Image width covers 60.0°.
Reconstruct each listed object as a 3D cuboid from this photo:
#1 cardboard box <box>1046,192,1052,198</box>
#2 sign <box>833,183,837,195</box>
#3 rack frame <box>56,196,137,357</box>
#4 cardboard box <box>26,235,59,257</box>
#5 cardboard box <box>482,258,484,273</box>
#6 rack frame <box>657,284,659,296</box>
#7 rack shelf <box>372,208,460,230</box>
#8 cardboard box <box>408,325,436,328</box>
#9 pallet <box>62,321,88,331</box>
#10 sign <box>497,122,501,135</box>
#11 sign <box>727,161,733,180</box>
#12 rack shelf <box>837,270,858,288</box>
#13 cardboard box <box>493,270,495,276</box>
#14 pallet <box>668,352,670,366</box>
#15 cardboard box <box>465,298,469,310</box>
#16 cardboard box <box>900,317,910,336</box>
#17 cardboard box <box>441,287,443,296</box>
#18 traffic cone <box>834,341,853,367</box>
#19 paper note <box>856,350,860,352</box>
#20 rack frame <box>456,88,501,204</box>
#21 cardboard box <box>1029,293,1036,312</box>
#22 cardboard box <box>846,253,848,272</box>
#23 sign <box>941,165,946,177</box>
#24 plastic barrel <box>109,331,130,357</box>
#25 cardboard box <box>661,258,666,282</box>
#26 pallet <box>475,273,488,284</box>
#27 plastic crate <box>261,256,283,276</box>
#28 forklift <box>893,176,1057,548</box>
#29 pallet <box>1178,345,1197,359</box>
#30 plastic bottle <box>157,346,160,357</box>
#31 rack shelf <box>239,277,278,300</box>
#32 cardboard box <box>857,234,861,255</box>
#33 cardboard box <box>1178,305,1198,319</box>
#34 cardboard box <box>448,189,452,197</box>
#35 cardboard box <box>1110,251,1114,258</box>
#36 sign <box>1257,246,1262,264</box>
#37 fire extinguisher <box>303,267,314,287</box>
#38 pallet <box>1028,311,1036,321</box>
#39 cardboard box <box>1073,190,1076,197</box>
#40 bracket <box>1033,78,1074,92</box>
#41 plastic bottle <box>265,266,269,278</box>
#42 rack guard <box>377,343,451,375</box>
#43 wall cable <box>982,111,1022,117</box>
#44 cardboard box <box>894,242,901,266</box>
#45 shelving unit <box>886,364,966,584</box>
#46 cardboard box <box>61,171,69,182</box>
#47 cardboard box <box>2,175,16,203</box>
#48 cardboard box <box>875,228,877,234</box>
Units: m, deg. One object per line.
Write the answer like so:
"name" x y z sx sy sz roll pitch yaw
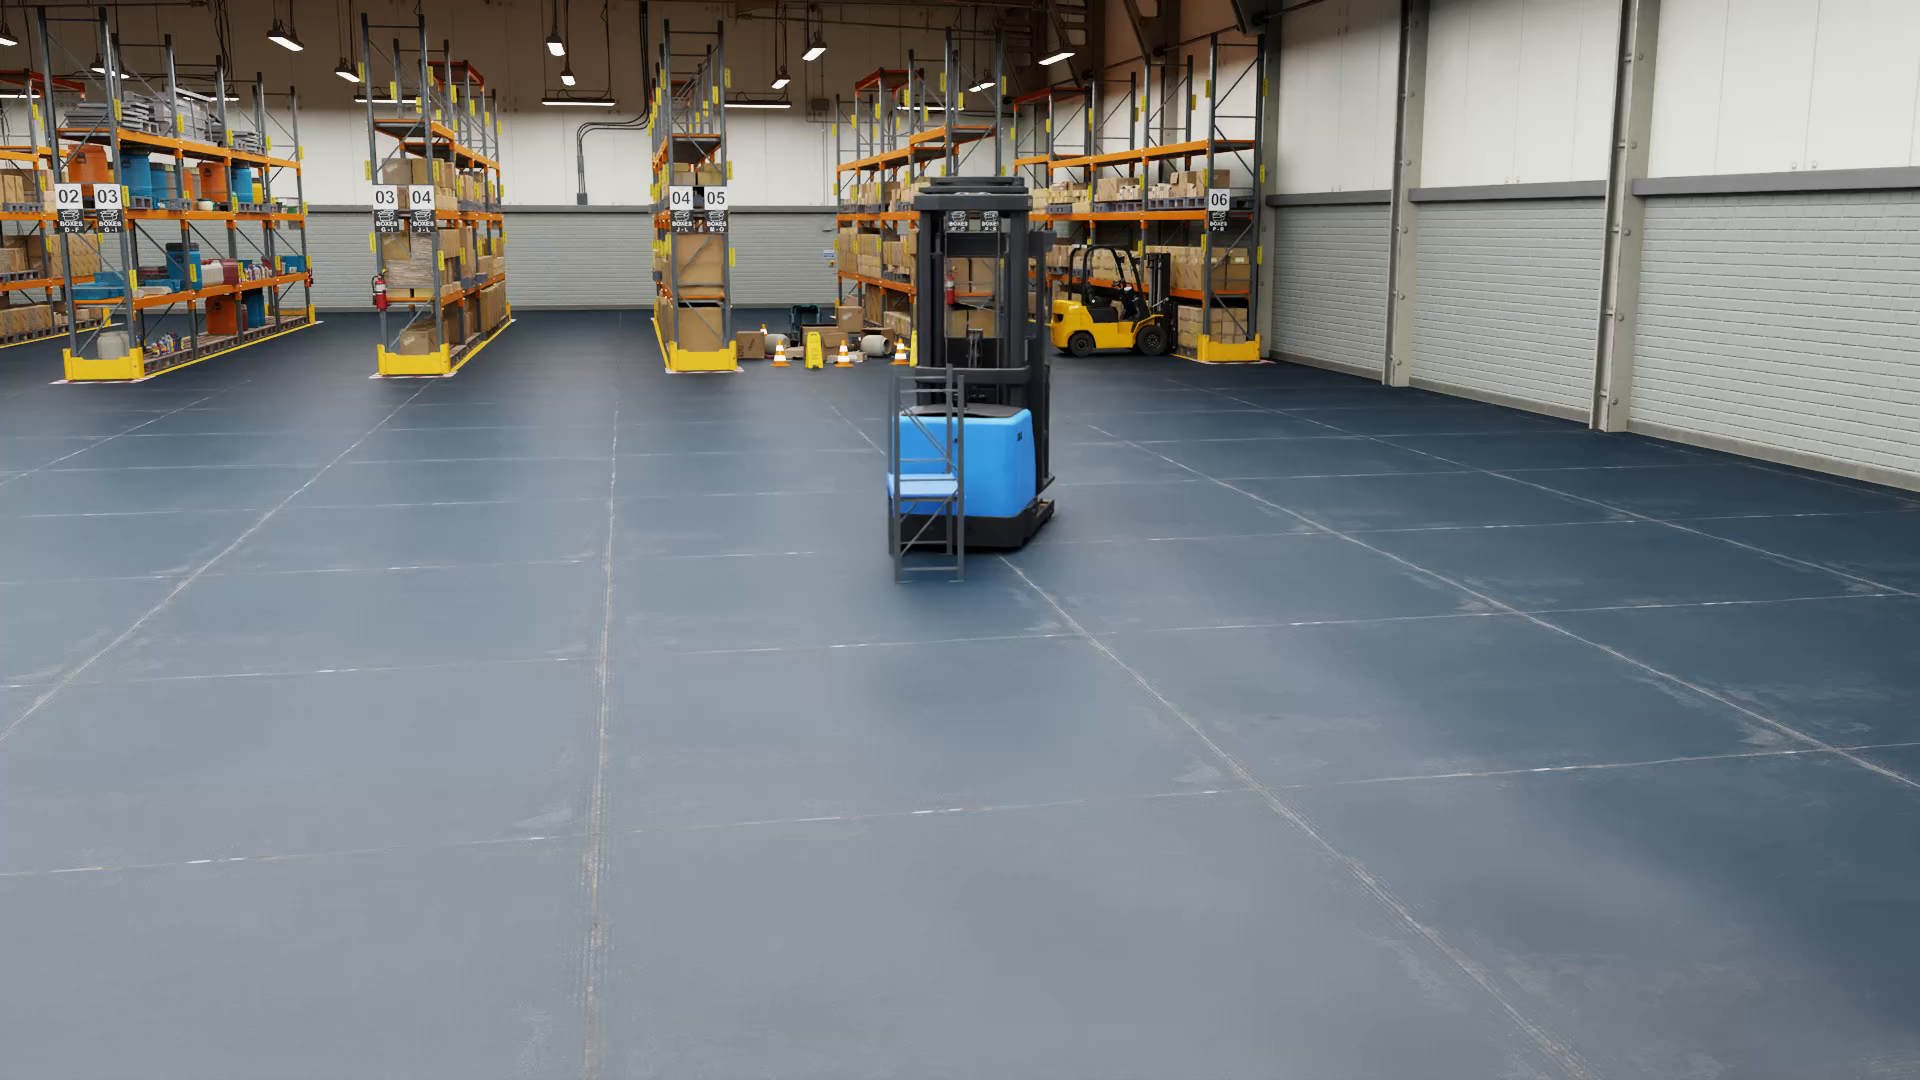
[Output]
"cardboard box" 2.409 -8.789 42.313 0.380 0.149 0.250 -2 11 -9
"sign" -3.410 -9.583 45.451 0.100 0.325 0.005 -2 11 -11
"rack frame" -14.332 -4.185 27.663 1.000 3.000 0.127 -2 11 -11
"cardboard box" -21.341 -6.844 38.689 0.500 0.500 0.500 -2 11 -10
"cardboard box" -10.960 -6.075 37.326 0.500 0.500 0.500 -2 11 -13
"rack frame" -7.701 -7.462 44.877 1.000 3.000 0.127 -2 11 -11
"rack shelf" -9.863 -5.852 30.323 1.077 0.370 4.000 -2 11 -11
"cardboard box" -9.832 -3.683 30.585 0.500 0.500 0.500 -1 11 -6
"pallet" -21.899 -5.187 40.384 1.003 0.211 1.213 -2 11 -11
"sign" -12.051 -10.762 43.461 0.100 0.325 0.005 -2 11 -11
"sign" -4.043 -6.488 29.190 0.100 0.325 0.005 -2 11 -11
"rack shelf" -2.476 -6.940 44.061 1.077 0.370 4.000 -2 11 -11
"cardboard box" -11.539 -6.509 40.545 0.380 0.149 0.250 -2 11 -11
"pallet" -4.821 -3.301 30.476 1.003 0.211 1.213 -2 11 -11
"cardboard box" -10.870 -5.067 35.801 0.500 0.250 0.500 -2 11 -9
"cardboard box" -0.778 -4.603 35.761 0.950 0.372 0.625 -1 11 -7
"cardboard box" -9.359 -4.396 29.441 0.380 0.149 0.250 -2 11 -11
"traffic cone" -2.125 -3.409 30.368 0.336 0.463 0.334 -2 11 -11
"paper note" -2.101 -3.842 33.798 0.148 0.019 0.142 -2 11 -11
"rack frame" -12.586 -10.247 43.466 1.000 3.000 0.127 -2 11 -11
"cardboard box" 2.162 -6.445 45.100 0.500 0.500 0.500 -2 11 -10
"cardboard box" -2.732 -7.334 43.939 0.500 0.500 0.500 -2 11 -9
"sign" -0.301 -6.618 30.053 0.100 0.325 0.005 -2 11 -11
"plastic barrel" -14.632 -3.379 28.959 0.421 0.512 0.421 0 11 0
"cardboard box" -6.322 -5.951 36.675 0.500 0.500 0.500 -2 11 -10
"pallet" -10.787 -5.612 35.670 1.213 0.211 1.003 -2 11 -11
"plastic crate" -16.594 -6.620 40.123 0.402 0.464 0.583 -2 11 -11
"forklift" 0.223 -1.604 14.285 1.130 2.935 3.031 2 11 11
"pallet" 4.925 -3.676 32.444 1.003 0.211 1.213 -2 11 -11
"plastic bottle" -14.399 -3.390 29.790 0.097 0.201 0.097 0 11 0
"rack shelf" -16.277 -5.666 37.366 1.077 0.370 4.000 -2 11 -11
"cardboard box" -2.283 -7.376 41.484 0.500 0.500 0.500 -2 11 -10
"cardboard box" 4.507 -4.512 32.939 0.500 0.250 0.500 -2 11 -10
"cardboard box" -9.730 -6.501 31.141 0.380 0.149 0.250 -2 11 -13
"cardboard box" 3.594 -6.436 37.489 0.380 0.149 0.250 -2 11 -10
"sign" 5.661 -5.390 31.467 0.100 0.325 0.005 -2 11 -11
"fire extinguisher" -17.027 -6.943 43.355 0.296 0.674 0.183 -2 11 -11
"pallet" 2.408 -6.088 45.119 1.003 0.211 1.213 -2 11 -11
"cardboard box" 2.950 -8.406 40.357 0.380 0.149 0.250 -2 11 -11
"bracket" 2.600 -12.519 45.779 0.076 0.066 4.783 -2 11 -11
"plastic bottle" -16.272 -6.265 38.920 0.152 0.276 0.135 -2 11 -11
"rack guard" -9.488 -3.151 28.916 1.175 0.500 0.348 -2 11 -11
"wall cable" 2.161 -14.602 51.475 2.988 3.039 0.133 -2 11 -11
"cardboard box" -1.141 -6.219 36.163 0.500 0.500 0.500 -3 11 -13
"shelving unit" -0.267 -0.520 12.416 0.538 1.500 1.048 -1 11 -5
"cardboard box" -21.971 -8.678 40.304 0.700 0.500 0.500 -2 11 -11
"cardboard box" -21.347 -7.768 36.806 0.600 0.600 0.600 -2 11 -12
"cardboard box" -1.959 -7.899 42.500 0.380 0.149 0.250 -2 11 -10
